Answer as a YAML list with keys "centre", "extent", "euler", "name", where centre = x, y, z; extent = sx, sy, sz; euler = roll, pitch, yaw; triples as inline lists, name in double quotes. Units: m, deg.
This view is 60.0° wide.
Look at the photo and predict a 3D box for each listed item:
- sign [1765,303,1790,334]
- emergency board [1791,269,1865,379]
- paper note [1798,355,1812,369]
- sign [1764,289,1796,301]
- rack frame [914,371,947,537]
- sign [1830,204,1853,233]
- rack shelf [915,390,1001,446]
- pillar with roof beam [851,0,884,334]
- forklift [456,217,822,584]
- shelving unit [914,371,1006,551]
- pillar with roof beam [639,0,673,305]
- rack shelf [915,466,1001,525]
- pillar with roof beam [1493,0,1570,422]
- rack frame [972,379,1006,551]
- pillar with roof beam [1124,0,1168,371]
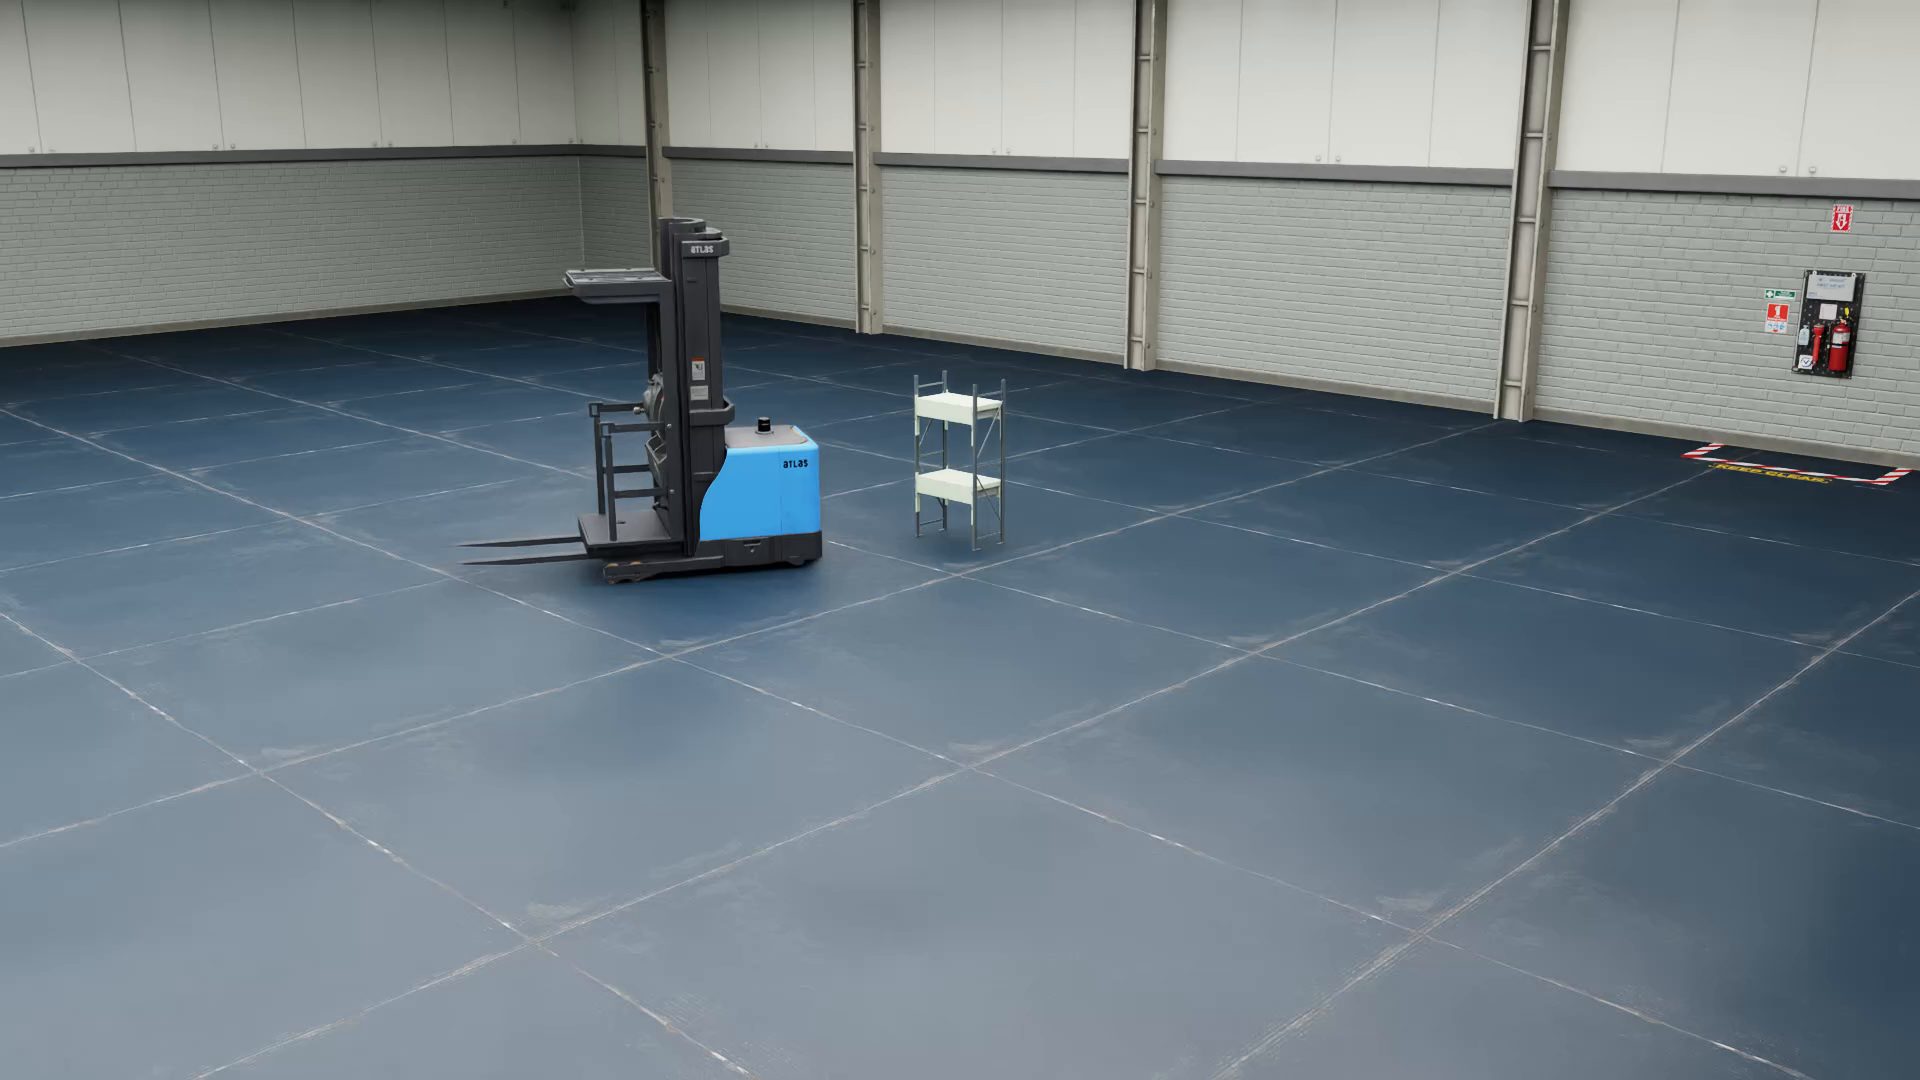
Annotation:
- centre: [9.293, -2.523, 18.913]
  extent: [0.234, 0.329, 0.001]
  euler: [14, 20, 42]
  name: "sign"
- centre: [9.619, -2.390, 18.474]
  extent: [0.643, 1.169, 0.194]
  euler: [14, 20, 42]
  name: "emergency board"
- centre: [9.540, -2.007, 18.753]
  extent: [0.142, 0.148, 0.016]
  euler: [14, 20, 42]
  name: "paper note"
- centre: [9.290, -2.777, 18.837]
  extent: [0.331, 0.109, 0.001]
  euler: [14, 20, 42]
  name: "sign"
- centre: [-0.268, -0.791, 15.311]
  extent: [0.023, 1.500, 0.400]
  euler: [14, 20, 42]
  name: "rack frame"
- centre: [9.683, -3.532, 18.257]
  extent: [0.199, 0.298, 0.001]
  euler: [14, 20, 42]
  name: "sign"
- centre: [-0.005, -1.105, 14.967]
  extent: [0.720, 0.370, 0.431]
  euler: [14, 20, 42]
  name: "rack shelf"
- centre: [-4.574, -7.223, 25.123]
  extent: [0.400, 9.000, 9.100]
  euler: [14, 20, 42]
  name: "pillar with roof beam"
- centre: [-2.769, -1.203, 14.056]
  extent: [3.031, 2.935, 1.130]
  euler: [-4, 15, -17]
  name: "forklift"
- centre: [-0.005, -0.727, 15.065]
  extent: [0.755, 1.500, 0.431]
  euler: [14, 20, 42]
  name: "shelving unit"
- centre: [-8.893, -8.273, 29.153]
  extent: [0.400, 9.000, 9.100]
  euler: [14, 20, 42]
  name: "pillar with roof beam"
- centre: [-0.005, -0.411, 15.148]
  extent: [0.720, 0.370, 0.431]
  euler: [14, 20, 42]
  name: "rack shelf"
- centre: [4.064, -5.123, 17.063]
  extent: [0.400, 9.000, 9.100]
  euler: [14, 20, 42]
  name: "pillar with roof beam"
- centre: [0.259, -0.663, 14.820]
  extent: [0.023, 1.500, 0.400]
  euler: [14, 20, 42]
  name: "rack frame"
- centre: [-0.255, -6.173, 21.093]
  extent: [0.400, 9.000, 9.100]
  euler: [14, 20, 42]
  name: "pillar with roof beam"
